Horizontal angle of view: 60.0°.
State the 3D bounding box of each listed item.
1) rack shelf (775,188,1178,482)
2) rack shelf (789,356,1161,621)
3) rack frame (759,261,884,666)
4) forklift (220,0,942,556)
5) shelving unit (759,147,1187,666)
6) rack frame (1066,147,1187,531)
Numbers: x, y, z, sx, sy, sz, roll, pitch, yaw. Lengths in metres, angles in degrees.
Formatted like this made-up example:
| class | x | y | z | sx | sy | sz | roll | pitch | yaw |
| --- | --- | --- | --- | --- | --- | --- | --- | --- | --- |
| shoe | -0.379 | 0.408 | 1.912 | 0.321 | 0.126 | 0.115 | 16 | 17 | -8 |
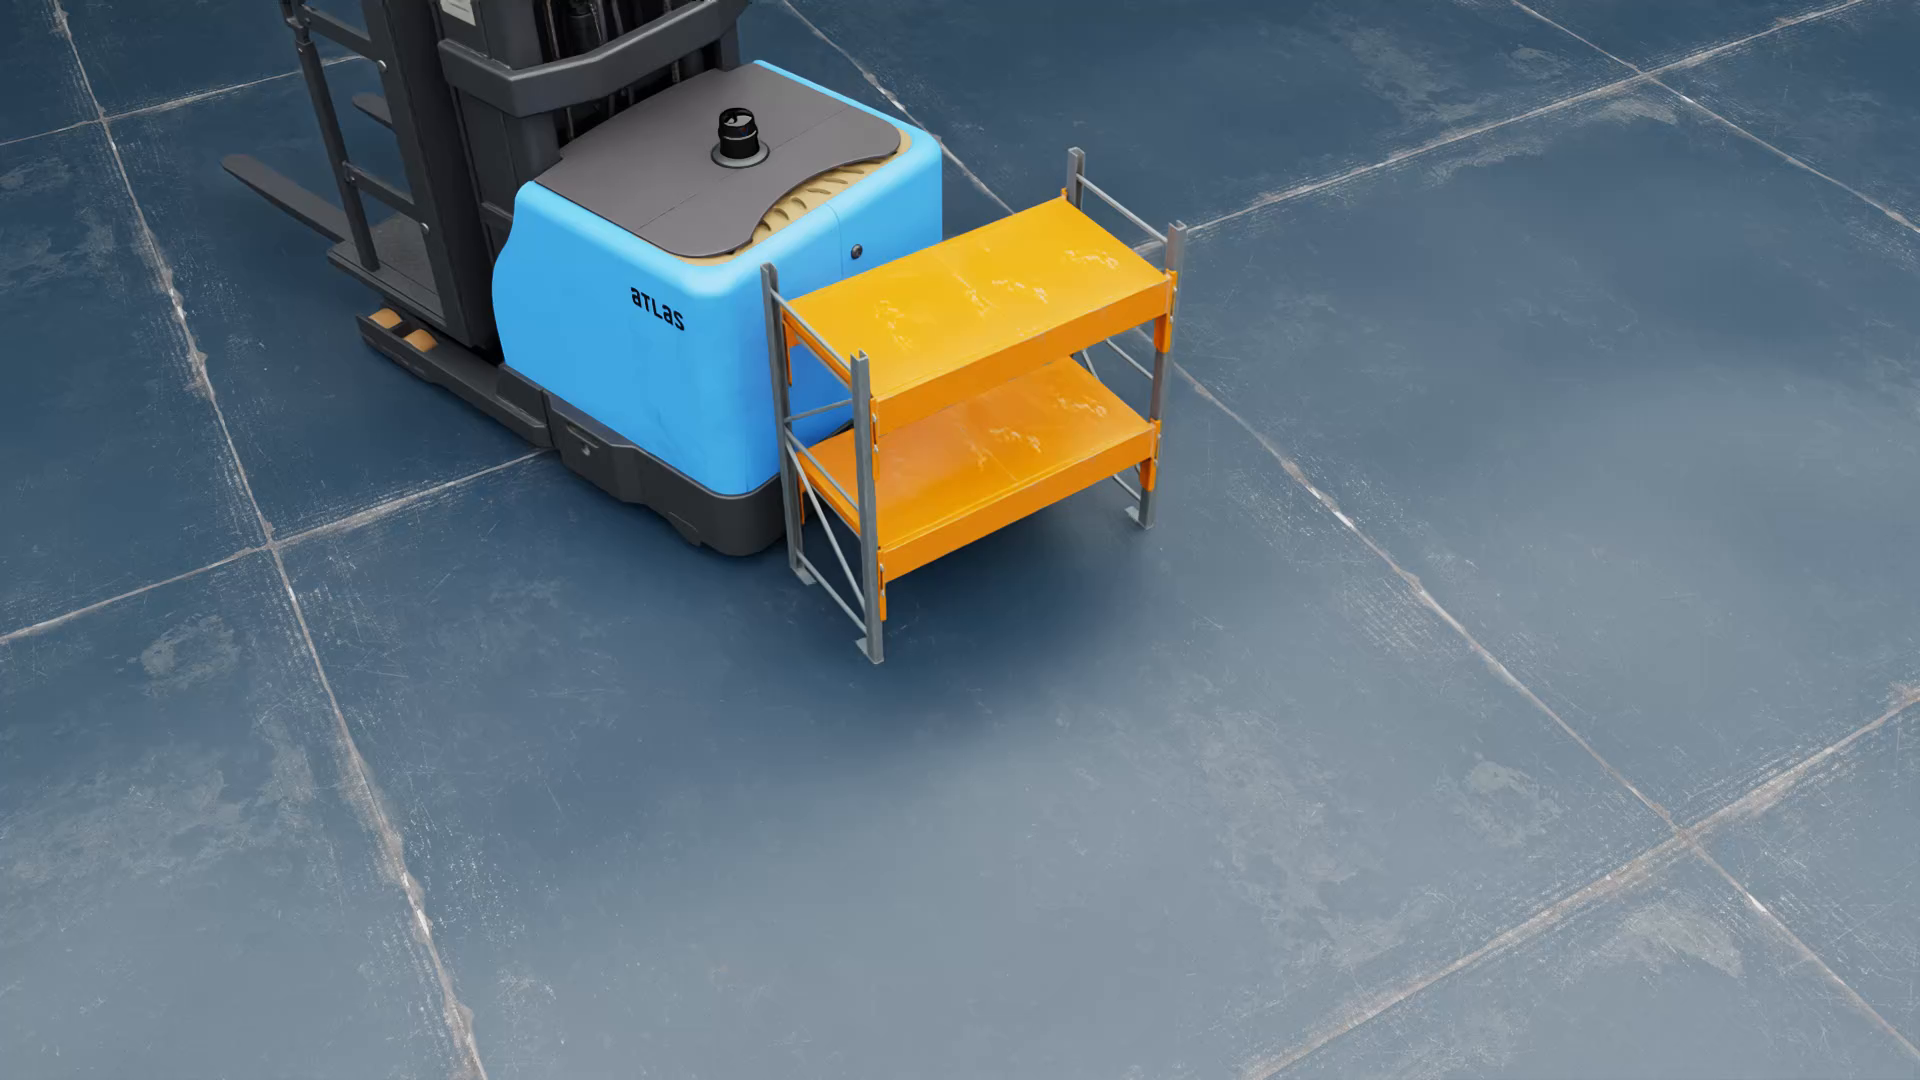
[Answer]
| class | x | y | z | sx | sy | sz | roll | pitch | yaw |
| --- | --- | --- | --- | --- | --- | --- | --- | --- | --- |
| rack shelf | 0.044 | -0.594 | 4.634 | 1.000 | 0.278 | 0.538 | -25 | 50 | -24 |
| rack shelf | 0.044 | -0.209 | 5.008 | 1.000 | 0.278 | 0.538 | -25 | 50 | -24 |
| rack frame | -0.377 | -0.185 | 4.633 | 0.032 | 1.125 | 0.500 | -25 | 50 | -24 |
| forklift | -1.496 | -1.874 | 5.077 | 3.031 | 2.935 | 1.130 | 30 | 52 | 27 |
| shelving unit | 0.044 | -0.384 | 4.838 | 1.048 | 1.125 | 0.538 | -25 | 50 | -24 |
| rack frame | 0.464 | -0.583 | 5.043 | 0.032 | 1.125 | 0.500 | -25 | 50 | -24 |
